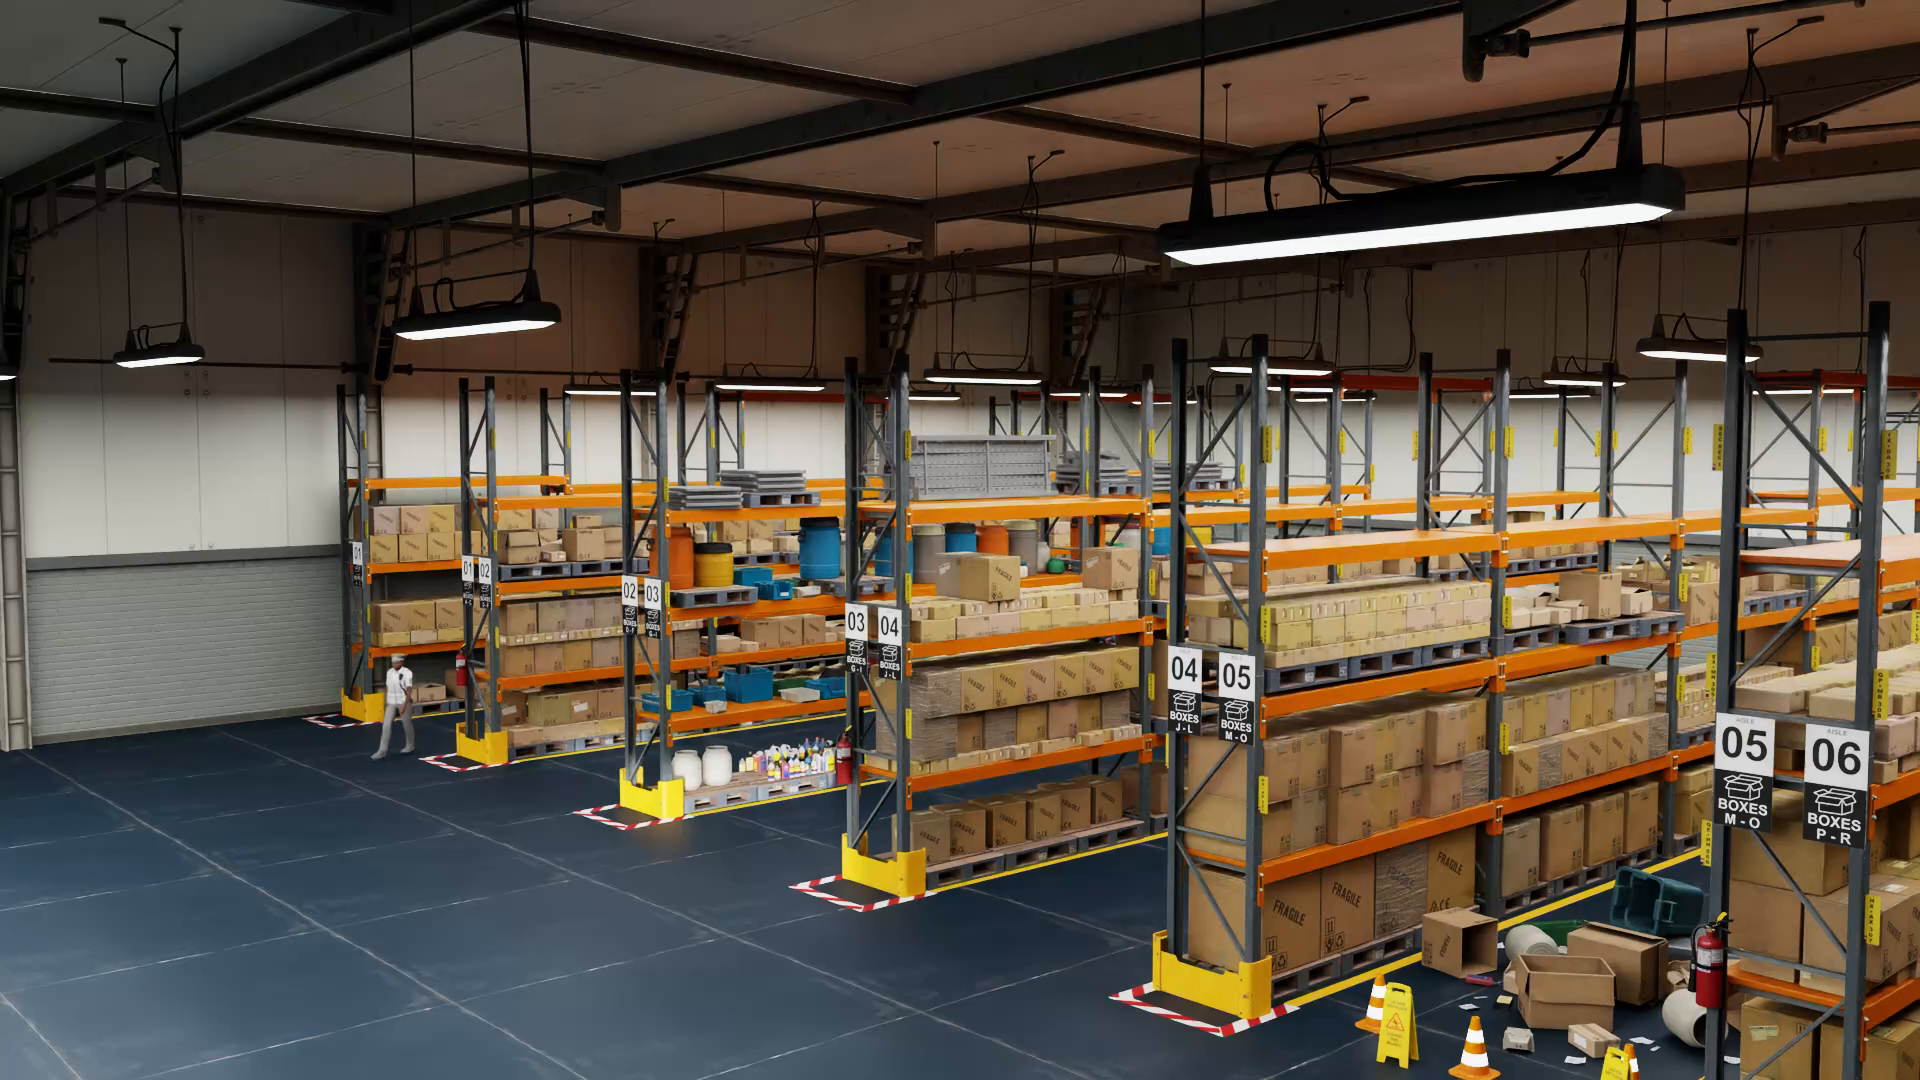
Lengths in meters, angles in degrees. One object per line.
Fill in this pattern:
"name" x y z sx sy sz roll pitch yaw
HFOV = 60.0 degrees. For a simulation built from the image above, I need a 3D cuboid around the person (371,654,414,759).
"person" -8.936 2.600 26.319 0.529 1.629 0.872 0 4 2
